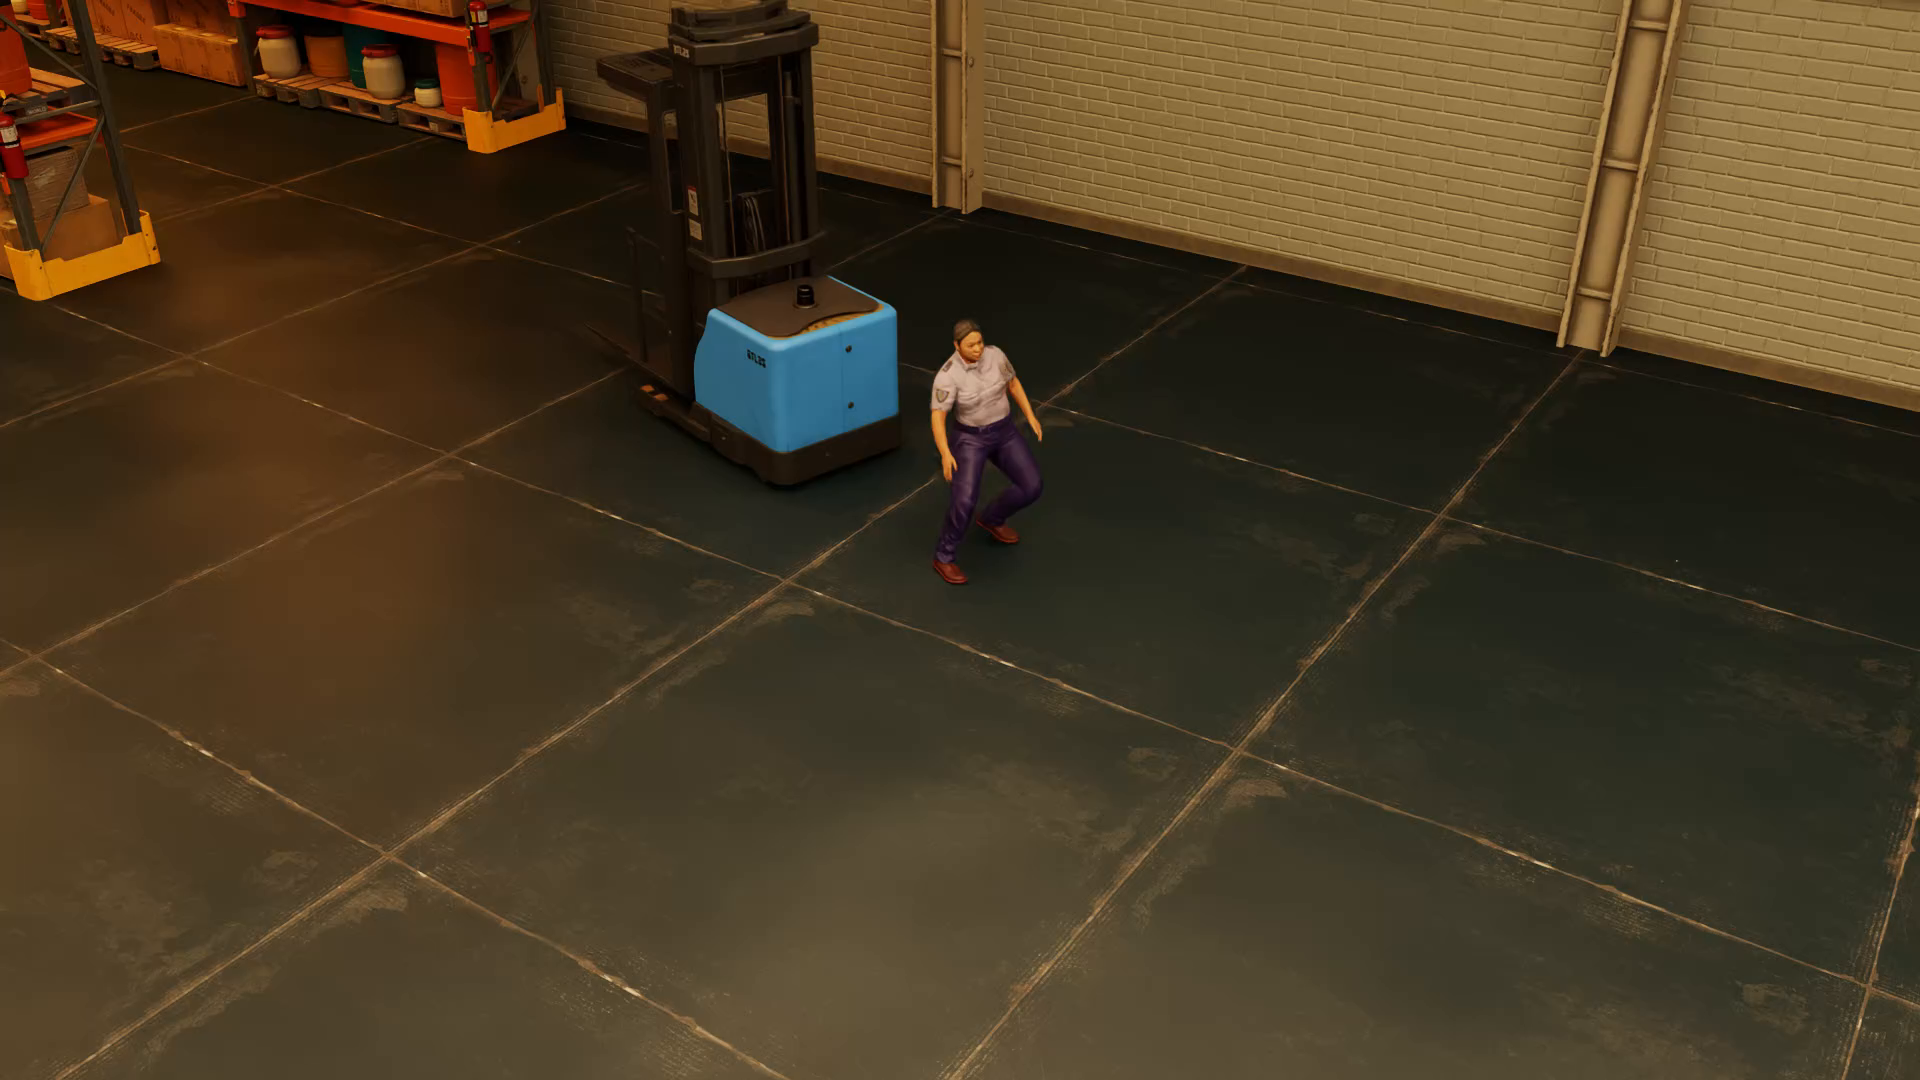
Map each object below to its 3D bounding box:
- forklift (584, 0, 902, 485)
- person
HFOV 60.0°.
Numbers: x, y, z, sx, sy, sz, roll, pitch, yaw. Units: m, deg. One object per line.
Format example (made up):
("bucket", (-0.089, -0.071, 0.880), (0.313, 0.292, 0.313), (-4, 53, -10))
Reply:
("forklift", (-1.724, -2.298, 11.538), (1.130, 2.935, 3.031), (-22, 37, -33))
("person", (0.125, -0.574, 9.957), (0.747, 1.531, 0.537), (-16, 34, -26))
